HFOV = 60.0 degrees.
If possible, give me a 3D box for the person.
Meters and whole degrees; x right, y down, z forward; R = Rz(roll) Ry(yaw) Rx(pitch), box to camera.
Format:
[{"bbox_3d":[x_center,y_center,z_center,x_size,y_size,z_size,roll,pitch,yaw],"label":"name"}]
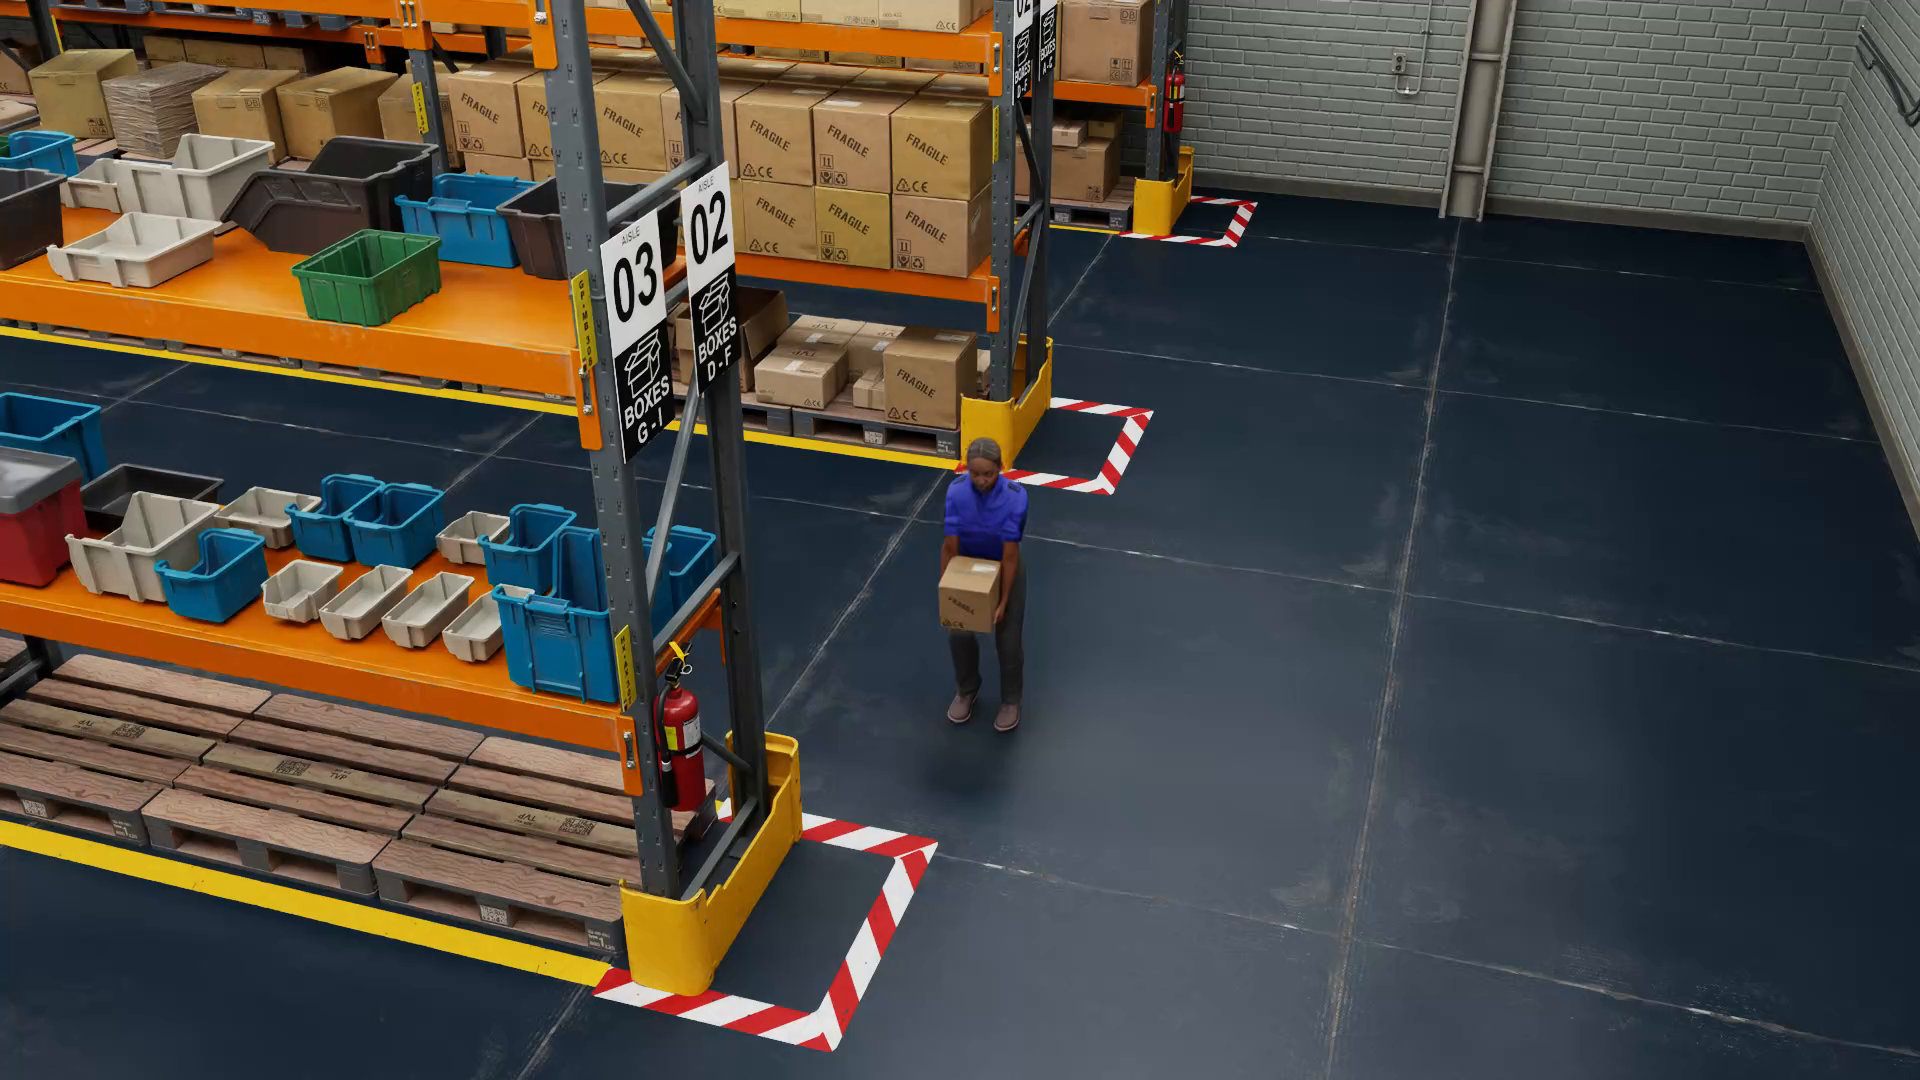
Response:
[{"bbox_3d":[0.120,0.224,8.138,0.410,1.637,0.538,8,30,14],"label":"person"}]
